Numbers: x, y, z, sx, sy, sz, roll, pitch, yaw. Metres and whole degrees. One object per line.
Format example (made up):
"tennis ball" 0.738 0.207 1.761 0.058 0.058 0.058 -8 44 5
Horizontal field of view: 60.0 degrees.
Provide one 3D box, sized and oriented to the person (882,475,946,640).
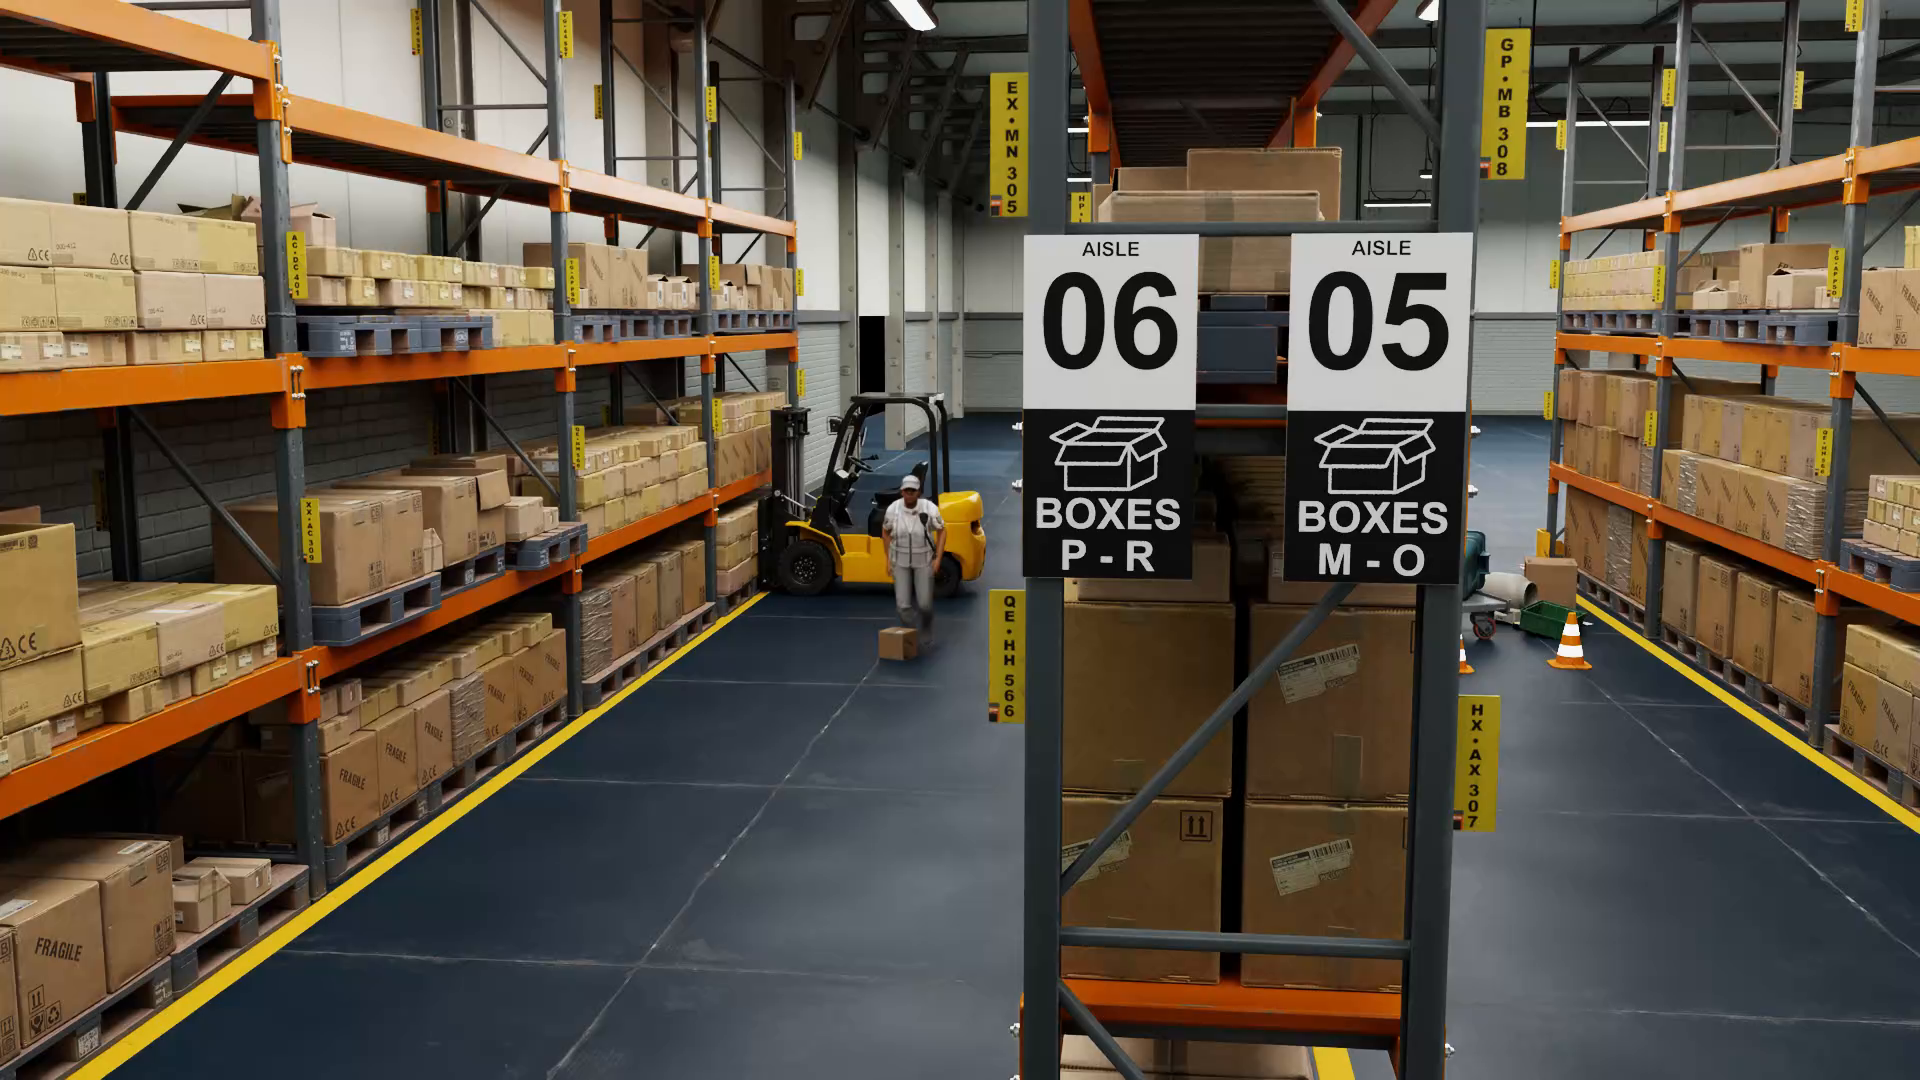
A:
"person" -0.412 0.178 14.843 0.578 1.547 0.598 1 8 5
